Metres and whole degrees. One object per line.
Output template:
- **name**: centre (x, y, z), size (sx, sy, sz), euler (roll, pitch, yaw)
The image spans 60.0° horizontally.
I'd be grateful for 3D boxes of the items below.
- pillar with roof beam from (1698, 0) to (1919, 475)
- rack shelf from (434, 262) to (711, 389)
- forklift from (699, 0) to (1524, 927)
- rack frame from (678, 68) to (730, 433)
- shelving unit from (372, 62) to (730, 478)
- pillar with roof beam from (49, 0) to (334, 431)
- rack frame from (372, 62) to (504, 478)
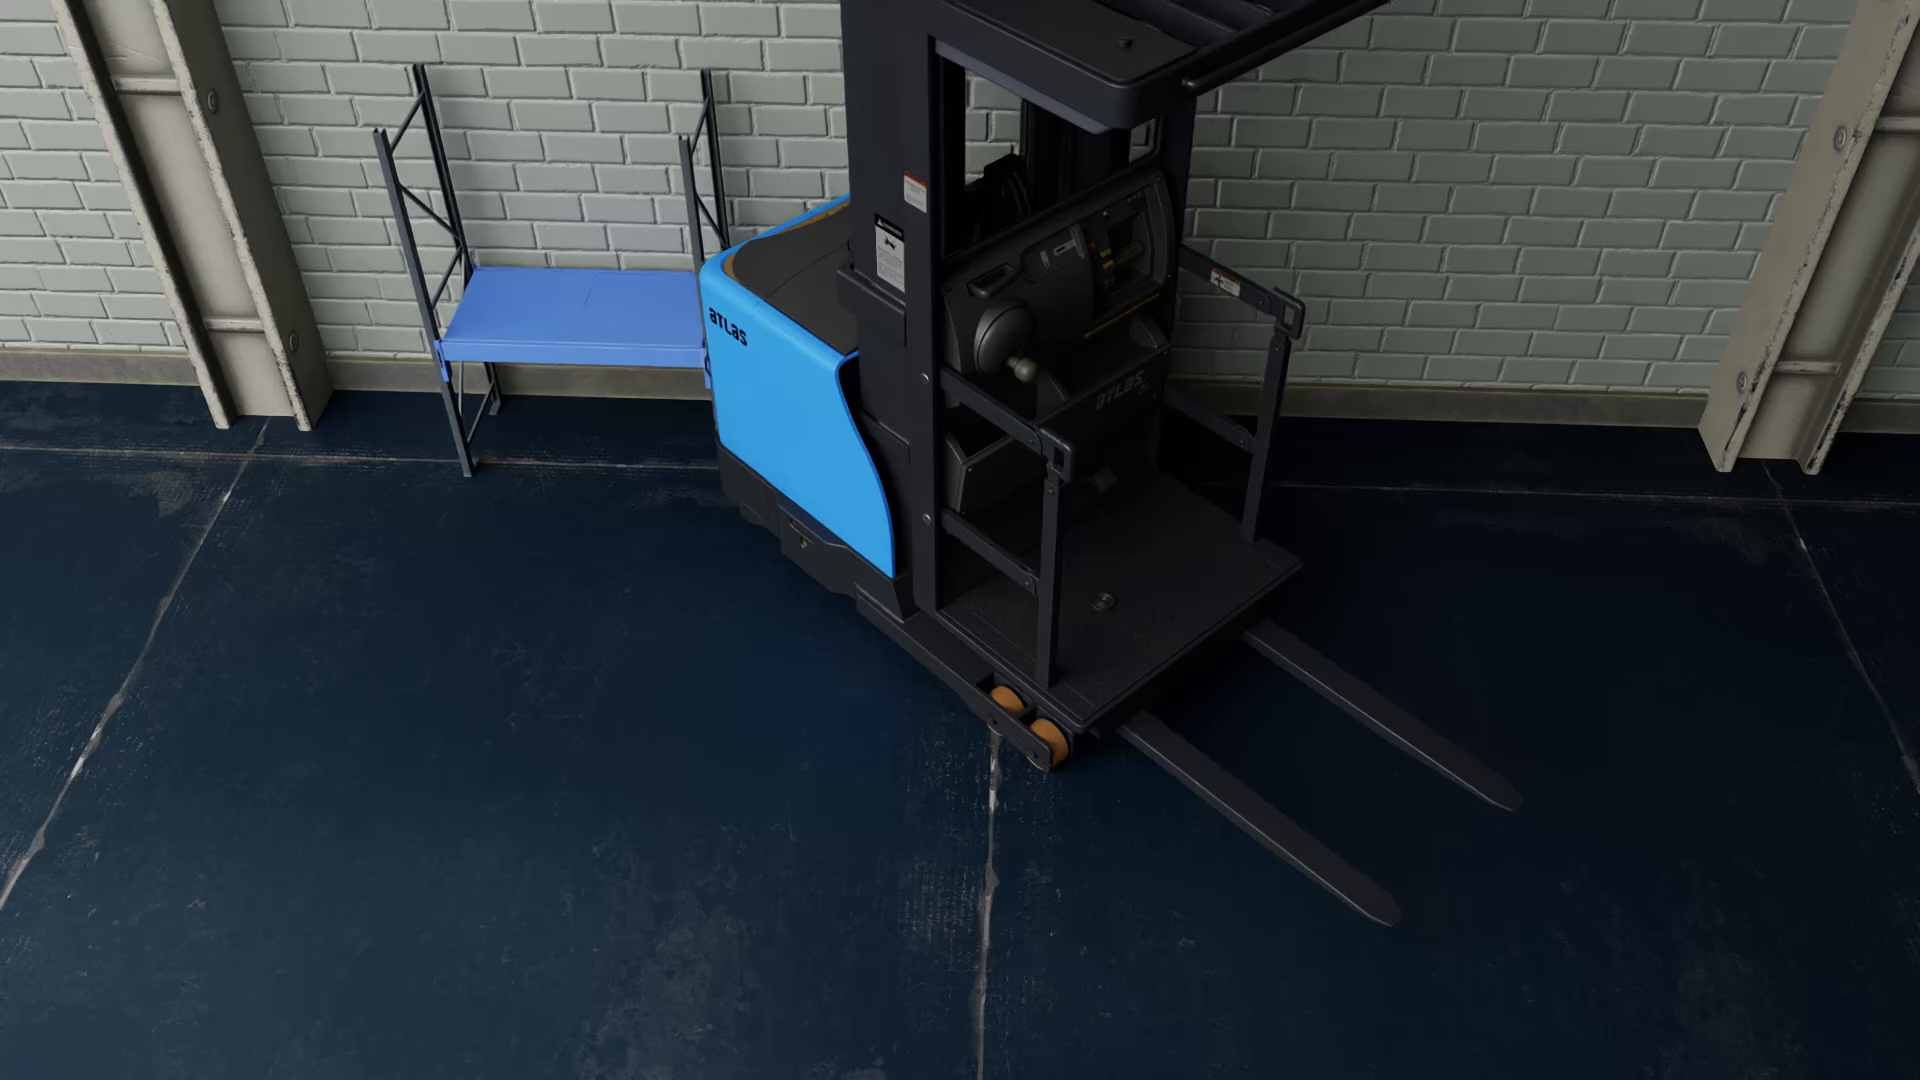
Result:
- **pillar with roof beam**: centre (2.990, -0.729, 0.431), size (0.400, 9.000, 9.100), euler (2, 43, 2)
- **rack shelf**: centre (-1.407, -0.816, 6.290), size (1.000, 0.185, 0.538), euler (2, 43, 2)
- **forklift**: centre (0.453, -0.720, 4.873), size (1.130, 2.935, 3.031), euler (-32, 52, -30)
- **rack frame**: centre (-0.899, -0.932, 6.150), size (0.032, 1.500, 0.500), euler (2, 43, 2)
- **shelving unit**: centre (-1.407, -0.947, 6.167), size (1.048, 1.500, 0.538), euler (2, 43, 2)
- **pillar with roof beam**: centre (-3.004, -0.914, 0.629), size (0.400, 9.000, 9.100), euler (2, 43, 2)
- **rack frame**: centre (-1.915, -0.963, 6.184), size (0.032, 1.500, 0.500), euler (2, 43, 2)
